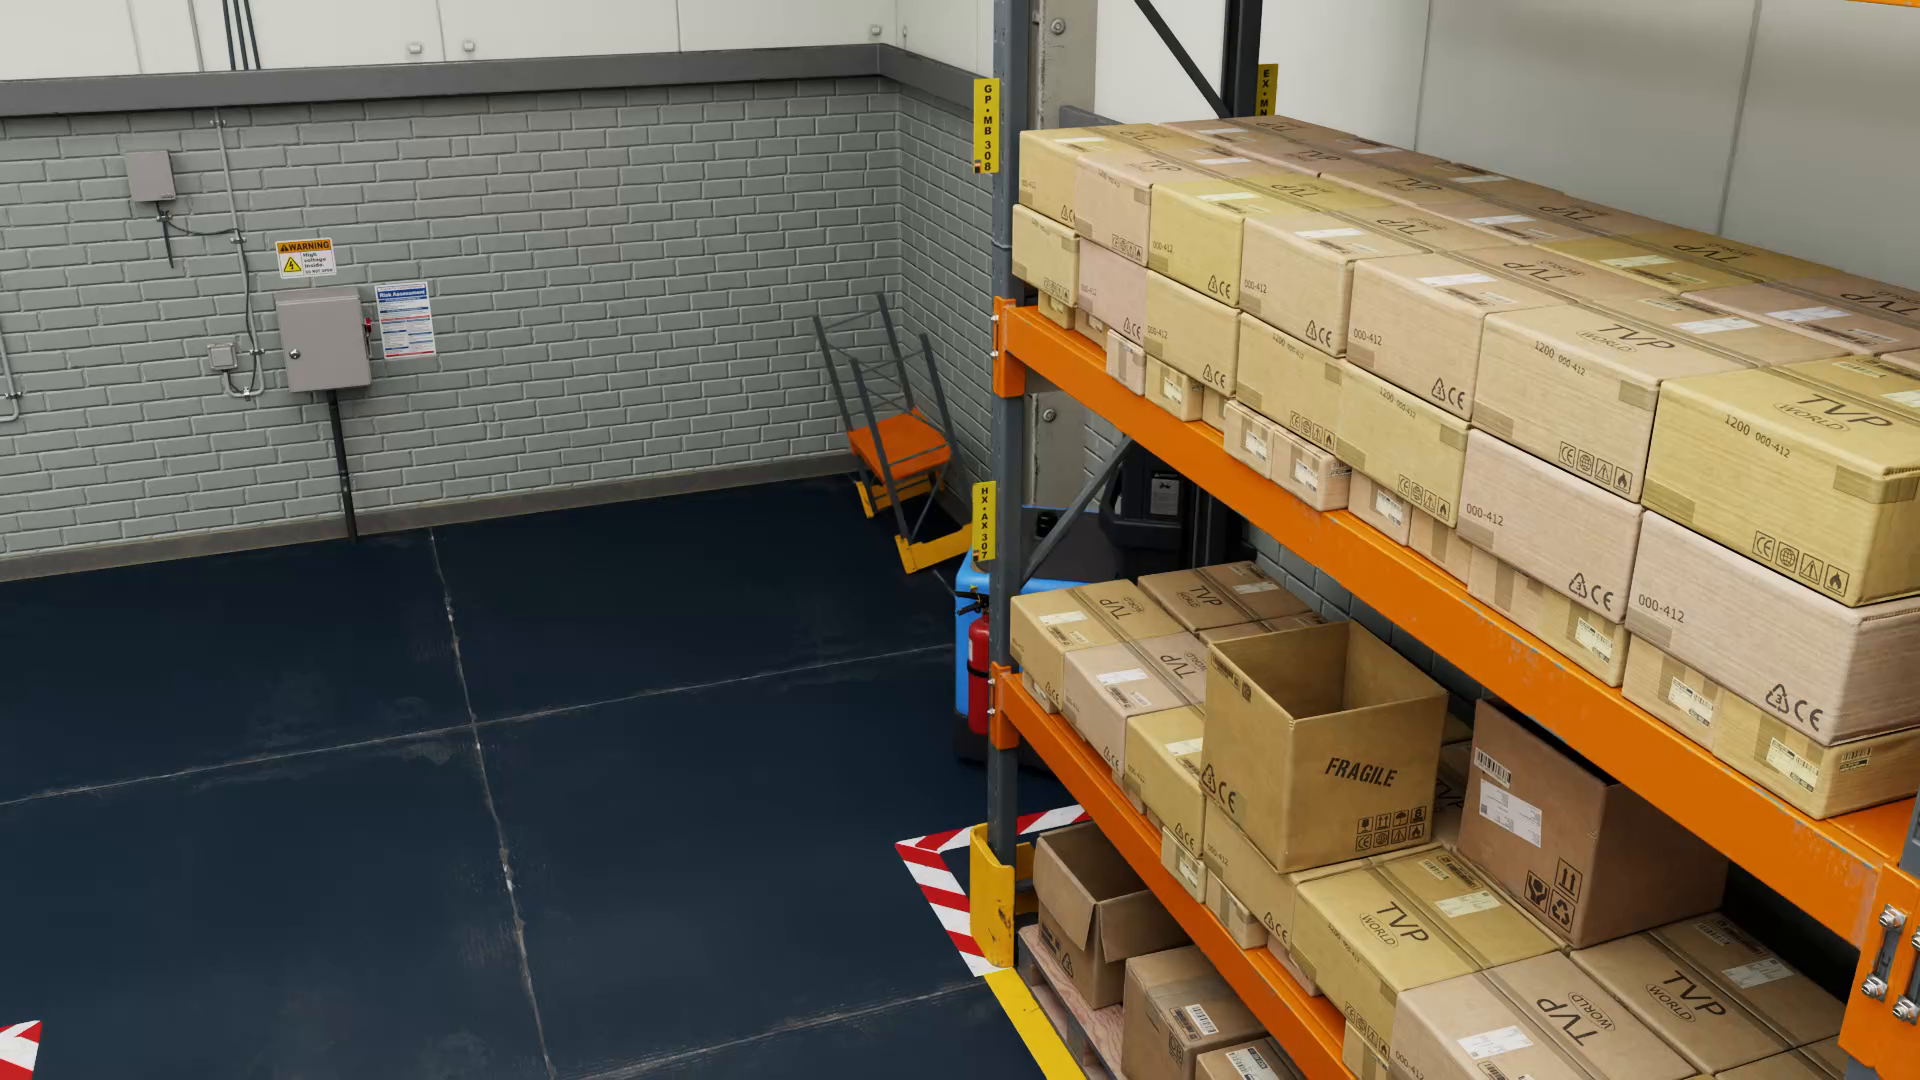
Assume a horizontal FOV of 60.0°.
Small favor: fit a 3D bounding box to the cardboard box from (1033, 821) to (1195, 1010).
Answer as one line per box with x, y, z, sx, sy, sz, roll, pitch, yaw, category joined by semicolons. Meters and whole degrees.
0.732;1.445;6.632;0.797;0.503;0.637;-9;25;-21;cardboard box

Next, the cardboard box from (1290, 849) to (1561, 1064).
1.255;1.124;4.531;0.500;0.250;0.500;-9;24;-19;cardboard box

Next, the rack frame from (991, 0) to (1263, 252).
0.604;-2.511;5.622;1.000;3.000;0.127;-8;24;-19;rack frame

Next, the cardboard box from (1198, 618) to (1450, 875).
1.043;0.587;4.841;0.500;0.500;0.500;-8;24;-18;cardboard box

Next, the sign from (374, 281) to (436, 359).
-3.646;-1.444;10.937;0.329;0.494;0.001;-8;24;-19;sign

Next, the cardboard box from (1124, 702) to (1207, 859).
0.873;0.754;5.409;0.500;0.250;0.500;-9;24;-20;cardboard box

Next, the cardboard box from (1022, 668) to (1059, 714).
0.464;0.526;6.463;0.380;0.149;0.250;-9;24;-19;cardboard box

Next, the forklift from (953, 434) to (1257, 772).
1.535;-0.262;8.097;3.031;2.935;1.130;5;23;11;forklift

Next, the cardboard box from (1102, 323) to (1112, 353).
0.691;-0.678;5.459;0.380;0.149;0.250;-8;24;-19;cardboard box

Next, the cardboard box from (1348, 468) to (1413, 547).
1.199;-0.120;4.134;0.380;0.149;0.250;-8;24;-18;cardboard box

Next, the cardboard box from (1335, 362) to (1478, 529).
1.249;-0.260;3.952;0.500;0.250;0.500;-8;24;-18;cardboard box

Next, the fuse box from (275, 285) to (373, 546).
-4.035;-0.751;10.830;0.539;1.711;0.414;-8;24;-19;fuse box

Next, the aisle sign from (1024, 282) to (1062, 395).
0.305;-0.929;6.245;0.394;0.787;0.004;-8;24;-19;aisle sign

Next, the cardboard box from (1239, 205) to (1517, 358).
1.068;-0.680;4.305;0.500;0.250;0.500;-8;24;-18;cardboard box

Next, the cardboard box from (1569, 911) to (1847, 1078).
1.911;1.240;4.255;0.500;0.250;0.500;-9;24;-19;cardboard box

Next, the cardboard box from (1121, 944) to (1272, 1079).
0.997;1.763;5.883;0.700;0.500;0.500;-7;24;-17;cardboard box

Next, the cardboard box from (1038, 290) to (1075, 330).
0.499;-0.865;5.903;0.380;0.149;0.250;-8;24;-18;cardboard box

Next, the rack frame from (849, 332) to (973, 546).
-0.256;-0.534;10.451;0.500;1.500;0.032;-21;27;-10;rack frame

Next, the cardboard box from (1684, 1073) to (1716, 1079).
1.609;1.487;3.670;0.500;0.250;0.500;-8;24;-18;cardboard box

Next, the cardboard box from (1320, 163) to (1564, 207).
1.397;-0.929;4.897;0.500;0.250;0.500;-8;24;-18;cardboard box

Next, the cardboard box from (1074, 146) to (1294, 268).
0.688;-1.044;5.170;0.500;0.250;0.500;-9;24;-19;cardboard box

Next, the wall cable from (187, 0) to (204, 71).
-5.607;-3.959;9.057;2.355;3.000;0.029;-8;24;-19;wall cable

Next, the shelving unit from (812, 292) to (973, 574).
-0.413;-0.727;10.904;0.587;1.500;1.083;-21;27;-10;shelving unit

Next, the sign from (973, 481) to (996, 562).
0.097;-0.071;6.442;0.100;0.325;0.005;-8;24;-19;sign

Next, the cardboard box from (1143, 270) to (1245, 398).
0.873;-0.629;4.828;0.500;0.250;0.500;-9;25;-21;cardboard box

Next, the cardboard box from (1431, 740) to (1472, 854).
1.551;0.874;5.124;0.500;0.250;0.500;-8;24;-19;cardboard box

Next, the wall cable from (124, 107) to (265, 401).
-4.729;-1.777;10.296;0.588;1.984;0.122;-8;24;-19;wall cable

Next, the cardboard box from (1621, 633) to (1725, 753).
1.530;0.261;3.231;0.380;0.149;0.250;-8;24;-19;cardboard box

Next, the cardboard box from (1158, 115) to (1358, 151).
1.022;-1.304;5.786;0.500;0.250;0.500;-9;24;-20;cardboard box

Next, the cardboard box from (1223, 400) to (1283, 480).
0.950;-0.295;4.550;0.380;0.149;0.250;-8;24;-19;cardboard box

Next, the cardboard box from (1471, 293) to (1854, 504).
1.426;-0.307;3.422;0.500;0.250;0.500;-9;24;-20;cardboard box

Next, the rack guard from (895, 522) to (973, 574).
-0.111;-0.003;10.748;0.587;0.250;0.087;-21;27;-10;rack guard

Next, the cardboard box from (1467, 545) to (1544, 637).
1.361;0.072;3.678;0.380;0.149;0.250;-8;24;-19;cardboard box

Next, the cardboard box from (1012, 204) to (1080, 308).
0.505;-0.998;5.704;0.500;0.250;0.500;-9;24;-20;cardboard box

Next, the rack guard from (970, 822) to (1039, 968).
0.631;1.433;7.207;1.175;0.500;0.348;-8;24;-19;rack guard

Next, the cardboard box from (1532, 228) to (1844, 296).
1.731;-0.563;4.029;0.500;0.250;0.500;-9;24;-20;cardboard box

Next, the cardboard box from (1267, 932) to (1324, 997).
1.140;1.178;4.916;0.380;0.149;0.250;-8;24;-19;cardboard box

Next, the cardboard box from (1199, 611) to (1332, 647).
1.196;0.504;6.003;0.500;0.250;0.500;-8;24;-19;cardboard box

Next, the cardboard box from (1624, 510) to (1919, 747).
1.612;0.115;3.062;0.500;0.250;0.500;-8;24;-19;cardboard box

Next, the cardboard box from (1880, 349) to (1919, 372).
2.108;-0.193;3.150;0.500;0.250;0.500;-9;24;-20;cardboard box

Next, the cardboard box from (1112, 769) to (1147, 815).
0.754;0.803;5.806;0.380;0.149;0.250;-8;24;-17;cardboard box

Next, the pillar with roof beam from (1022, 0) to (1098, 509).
-3.533;-3.024;6.838;9.100;9.000;0.400;-8;24;-19;pillar with roof beam

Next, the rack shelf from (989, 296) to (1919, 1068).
1.311;-0.071;4.620;1.077;0.370;4.000;-8;24;-19;rack shelf

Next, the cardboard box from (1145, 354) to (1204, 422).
0.782;-0.479;4.987;0.380;0.149;0.250;-8;24;-19;cardboard box

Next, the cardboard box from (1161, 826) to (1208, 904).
0.872;1.001;5.336;0.380;0.149;0.250;-9;24;-20;cardboard box

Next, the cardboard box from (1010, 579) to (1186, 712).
0.512;0.387;6.280;0.500;0.250;0.500;-8;24;-19;cardboard box
